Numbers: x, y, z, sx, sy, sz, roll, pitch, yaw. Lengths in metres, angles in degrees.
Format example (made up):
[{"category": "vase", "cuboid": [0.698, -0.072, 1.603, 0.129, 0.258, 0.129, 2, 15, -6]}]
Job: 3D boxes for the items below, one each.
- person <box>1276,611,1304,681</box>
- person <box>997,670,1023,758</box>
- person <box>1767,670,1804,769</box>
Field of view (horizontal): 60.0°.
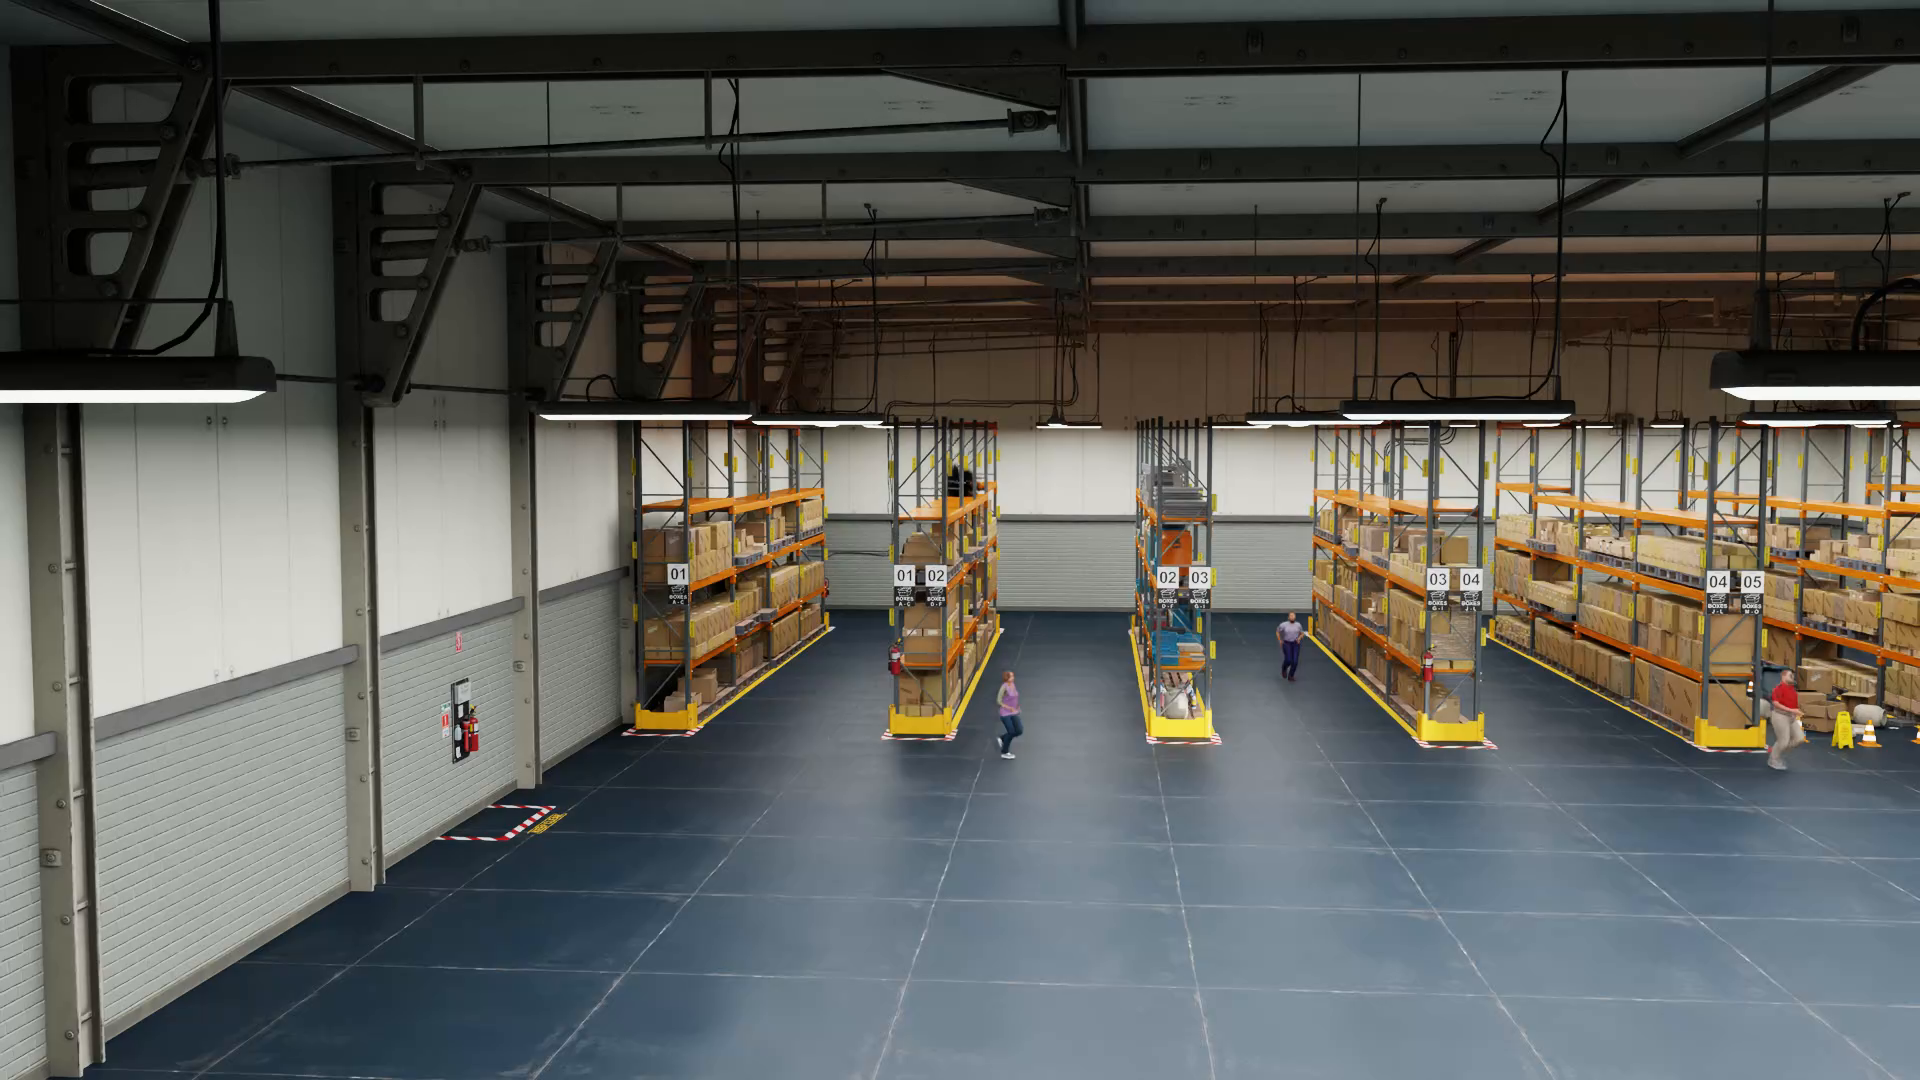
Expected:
[{"category": "person", "cuboid": [7.580, 2.436, 38.015, 0.606, 1.600, 0.556, 0, 4, -4]}, {"category": "person", "cuboid": [0.851, 3.046, 29.058, 0.530, 1.554, 0.512, 3, 5, 36]}, {"category": "person", "cuboid": [14.015, 3.035, 28.123, 0.689, 1.687, 0.617, -3, 4, -34]}]
